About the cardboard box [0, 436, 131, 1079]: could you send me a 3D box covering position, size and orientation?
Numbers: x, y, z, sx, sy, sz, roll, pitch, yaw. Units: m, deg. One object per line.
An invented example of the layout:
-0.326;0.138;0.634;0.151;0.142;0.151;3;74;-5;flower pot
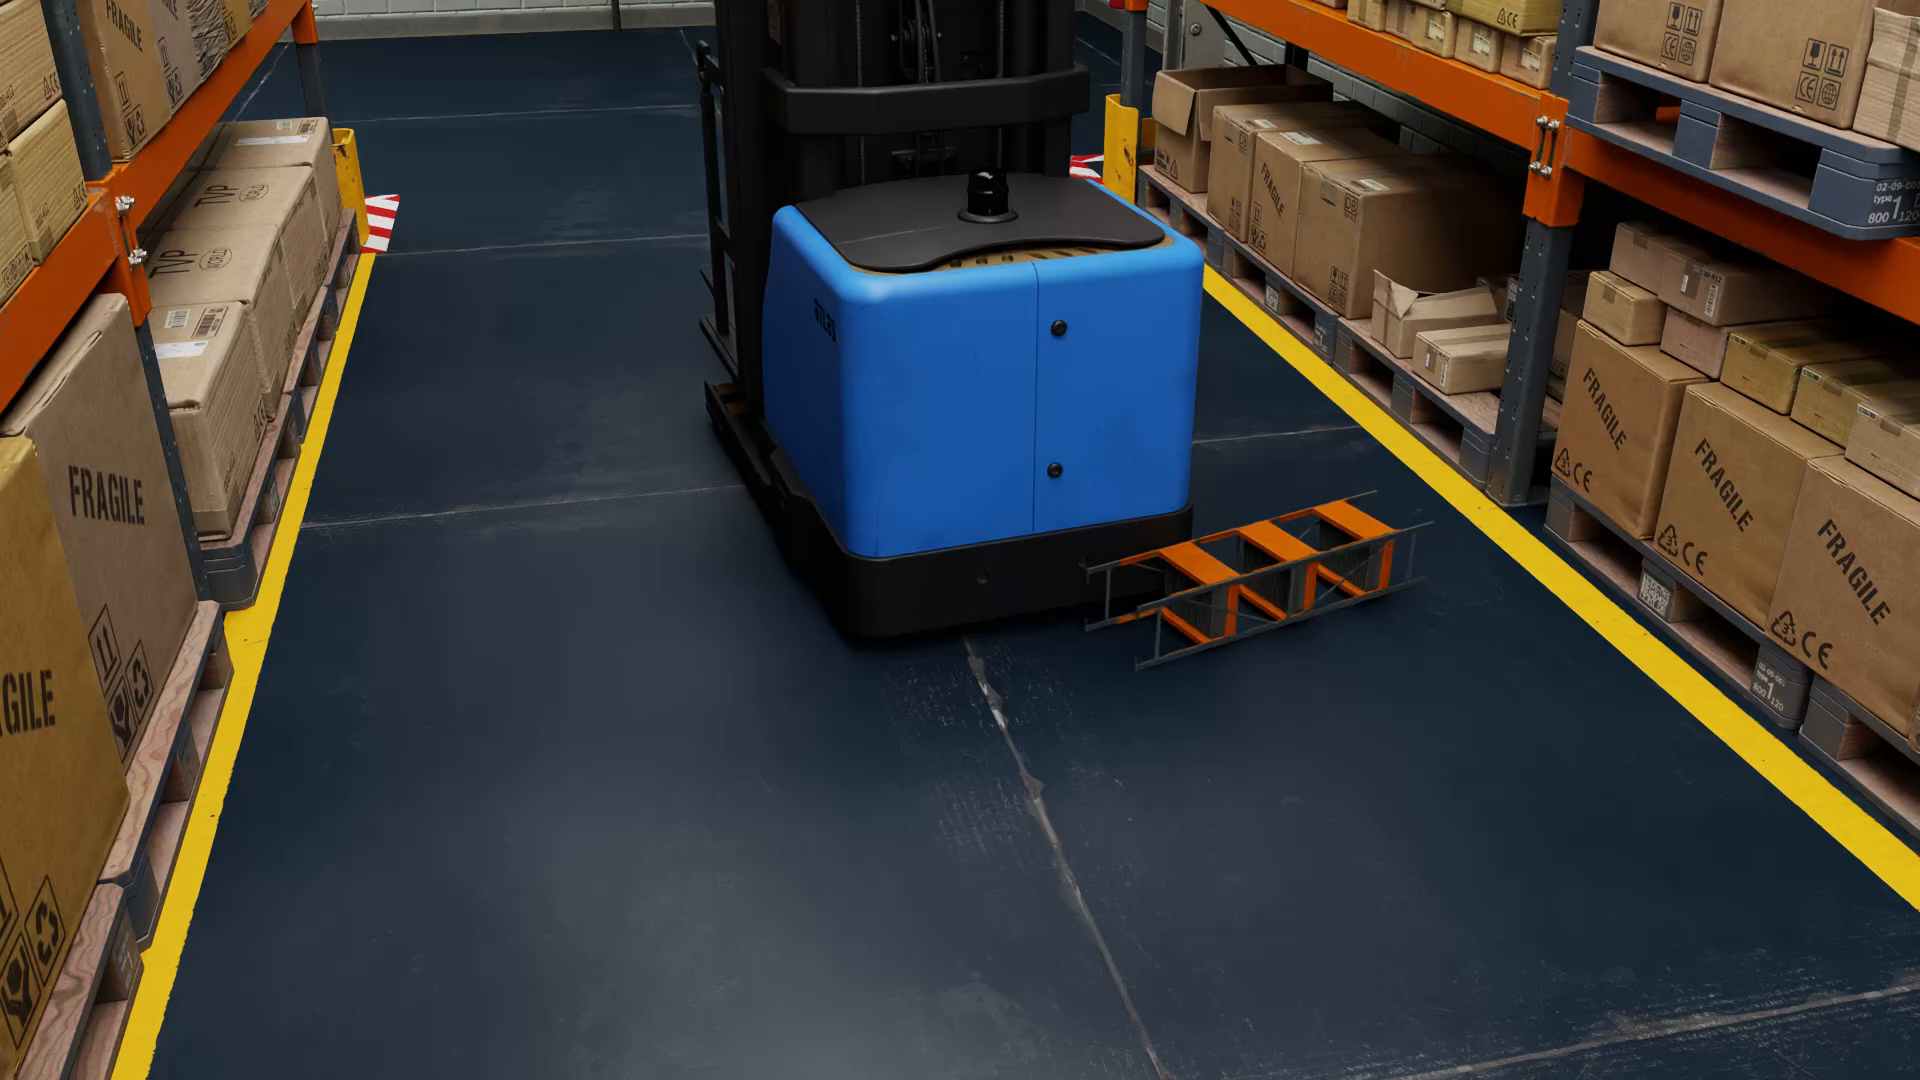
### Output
-2.157;0.413;2.994;0.875;0.875;0.875;-5;27;-10;cardboard box

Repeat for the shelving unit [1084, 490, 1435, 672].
0.869;0.102;4.776;1.050;0.215;0.252;-14;30;-26;shelving unit

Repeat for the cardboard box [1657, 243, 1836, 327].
2.176;-0.713;4.592;0.380;0.149;0.250;-7;28;-14;cardboard box

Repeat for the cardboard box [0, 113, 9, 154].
-2.130;-0.776;3.070;0.500;0.250;0.500;-5;27;-10;cardboard box

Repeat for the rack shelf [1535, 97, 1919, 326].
2.700;-0.314;3.342;1.077;0.370;4.000;-6;27;-12;rack shelf

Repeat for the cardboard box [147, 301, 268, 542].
-2.623;-0.338;4.967;0.875;0.438;0.875;-6;27;-12;cardboard box

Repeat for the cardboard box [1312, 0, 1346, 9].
1.601;-2.195;6.548;0.380;0.149;0.250;-6;27;-12;cardboard box

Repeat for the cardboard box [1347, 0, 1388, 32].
1.652;-1.966;6.095;0.380;0.149;0.250;-6;27;-12;cardboard box

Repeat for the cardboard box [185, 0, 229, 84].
-2.652;-1.725;5.228;0.500;0.500;0.500;-6;27;-11;cardboard box

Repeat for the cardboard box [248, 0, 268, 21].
-2.897;-2.177;6.122;0.500;0.500;0.500;-5;27;-10;cardboard box

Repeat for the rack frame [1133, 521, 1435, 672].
0.929;0.150;4.681;1.050;0.200;0.008;-14;30;-26;rack frame

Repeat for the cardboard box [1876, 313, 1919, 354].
2.741;-0.521;4.542;0.380;0.149;0.250;-6;27;-11;cardboard box

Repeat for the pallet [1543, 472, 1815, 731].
2.470;0.085;4.847;1.003;0.211;1.213;-6;27;-12;pallet

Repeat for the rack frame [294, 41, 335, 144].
-3.487;-2.763;7.396;1.000;3.000;0.127;-6;27;-12;rack frame

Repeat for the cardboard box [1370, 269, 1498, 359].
1.757;-0.852;6.176;0.396;0.266;0.258;-5;27;-10;cardboard box

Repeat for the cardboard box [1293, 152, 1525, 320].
1.782;-1.228;6.661;0.700;0.500;0.500;-7;28;-14;cardboard box

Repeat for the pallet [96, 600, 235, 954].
-2.338;0.568;3.889;1.003;0.211;1.213;-6;27;-12;pallet

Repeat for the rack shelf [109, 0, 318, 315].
-3.037;-1.564;5.819;1.077;0.370;4.000;-6;27;-12;rack shelf

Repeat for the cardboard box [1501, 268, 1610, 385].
2.331;-0.814;6.052;0.500;0.311;0.500;-5;27;-10;cardboard box

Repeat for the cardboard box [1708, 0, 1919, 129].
2.257;-1.283;3.886;0.700;0.500;0.500;-6;27;-11;cardboard box

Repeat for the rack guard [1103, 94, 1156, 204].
1.365;-2.120;8.895;1.175;0.500;0.348;-6;27;-12;rack guard

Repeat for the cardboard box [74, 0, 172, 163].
-2.436;-1.285;4.355;0.500;0.500;0.500;-5;27;-10;cardboard box

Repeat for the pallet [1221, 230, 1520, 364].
1.817;-1.106;7.208;1.003;0.211;1.213;-6;27;-12;pallet

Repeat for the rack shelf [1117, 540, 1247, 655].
0.617;0.165;4.650;0.259;0.215;0.240;-14;30;-26;rack shelf

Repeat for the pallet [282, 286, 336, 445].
-2.959;-0.641;6.286;1.003;0.211;1.213;-6;27;-12;pallet

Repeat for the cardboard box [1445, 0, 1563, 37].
1.897;-1.778;5.280;0.500;0.250;0.500;-5;27;-10;cardboard box

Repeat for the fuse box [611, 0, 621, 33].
-2.701;-4.811;12.882;0.539;1.711;0.414;-6;27;-12;fuse box

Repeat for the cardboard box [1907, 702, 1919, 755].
2.488;0.331;3.573;0.500;0.500;0.500;-7;28;-13;cardboard box

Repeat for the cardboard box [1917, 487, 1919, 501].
2.426;-0.123;3.753;0.380;0.149;0.250;-5;27;-10;cardboard box

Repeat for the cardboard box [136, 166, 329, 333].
-3.027;-1.127;6.531;0.875;0.438;0.875;-5;27;-10;cardboard box

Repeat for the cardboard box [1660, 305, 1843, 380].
2.209;-0.576;4.651;0.380;0.149;0.250;-7;28;-13;cardboard box

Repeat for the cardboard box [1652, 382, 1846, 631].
2.269;-0.117;4.460;0.500;0.500;0.500;-6;27;-12;cardboard box

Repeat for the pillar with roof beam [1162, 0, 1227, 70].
-2.576;-6.785;8.707;9.100;9.000;0.400;-6;27;-12;pillar with roof beam

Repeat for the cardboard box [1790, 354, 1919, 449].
2.353;-0.346;4.194;0.380;0.149;0.250;-6;27;-12;cardboard box

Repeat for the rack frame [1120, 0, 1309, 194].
1.348;-3.269;8.398;1.000;3.000;0.127;-6;27;-12;rack frame

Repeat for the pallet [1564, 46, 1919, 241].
2.323;-1.066;4.245;1.003;0.211;1.213;-6;27;-12;pallet

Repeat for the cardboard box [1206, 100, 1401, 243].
1.548;-1.683;7.564;0.700;0.500;0.500;-5;27;-9;cardboard box

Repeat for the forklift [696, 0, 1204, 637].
-0.288;-1.685;5.336;1.130;2.935;3.031;-9;28;-17;forklift

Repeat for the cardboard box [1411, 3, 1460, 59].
1.769;-1.739;5.645;0.380;0.149;0.250;-5;27;-10;cardboard box

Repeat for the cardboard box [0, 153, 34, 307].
-2.125;-0.545;3.168;0.500;0.250;0.500;-6;27;-12;cardboard box

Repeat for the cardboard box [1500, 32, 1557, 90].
1.931;-1.515;5.202;0.380;0.149;0.250;-6;27;-11;cardboard box
